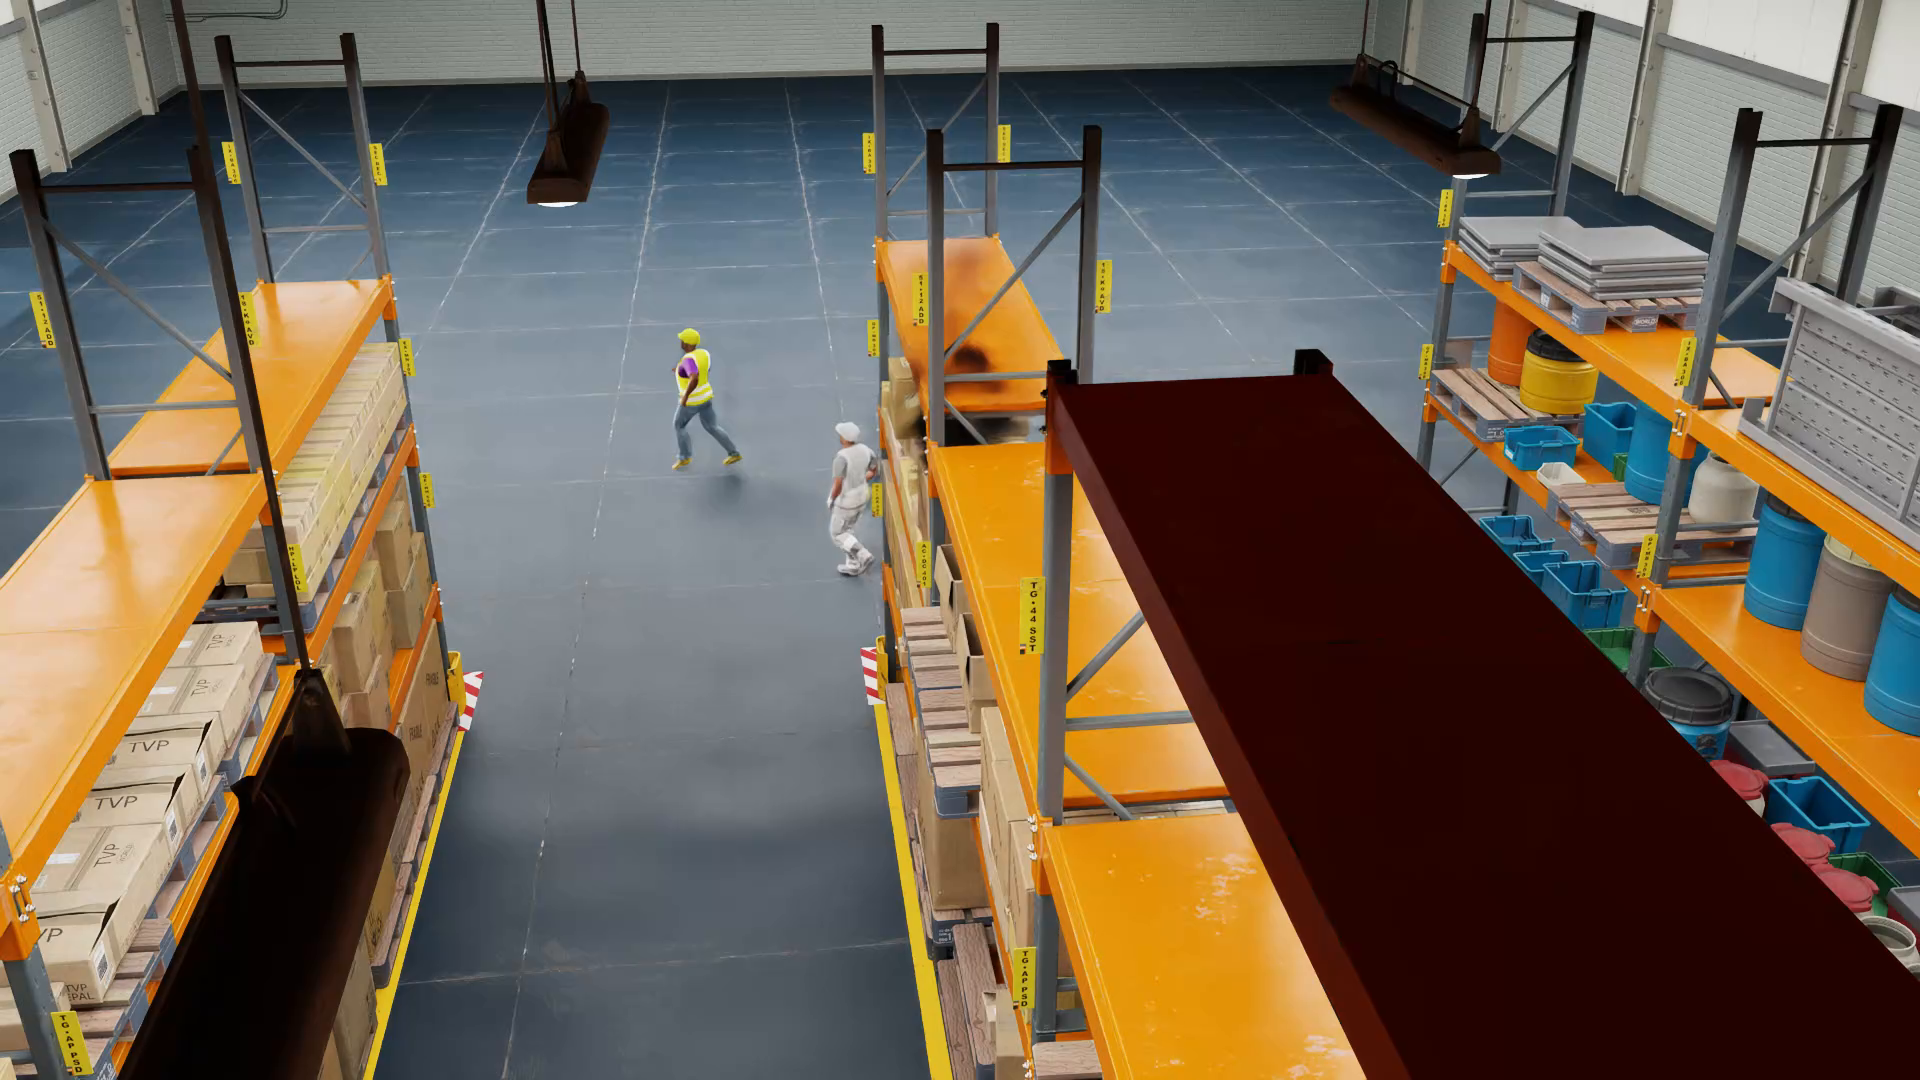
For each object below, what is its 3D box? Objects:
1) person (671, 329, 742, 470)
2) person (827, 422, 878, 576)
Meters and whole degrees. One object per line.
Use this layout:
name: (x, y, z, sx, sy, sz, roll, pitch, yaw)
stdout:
person: (-3.119, -1.635, 19.892, 0.892, 1.812, 0.711, 13, 28, 25)
person: (-1.091, -0.399, 17.314, 0.635, 1.735, 0.685, 18, 31, 34)
